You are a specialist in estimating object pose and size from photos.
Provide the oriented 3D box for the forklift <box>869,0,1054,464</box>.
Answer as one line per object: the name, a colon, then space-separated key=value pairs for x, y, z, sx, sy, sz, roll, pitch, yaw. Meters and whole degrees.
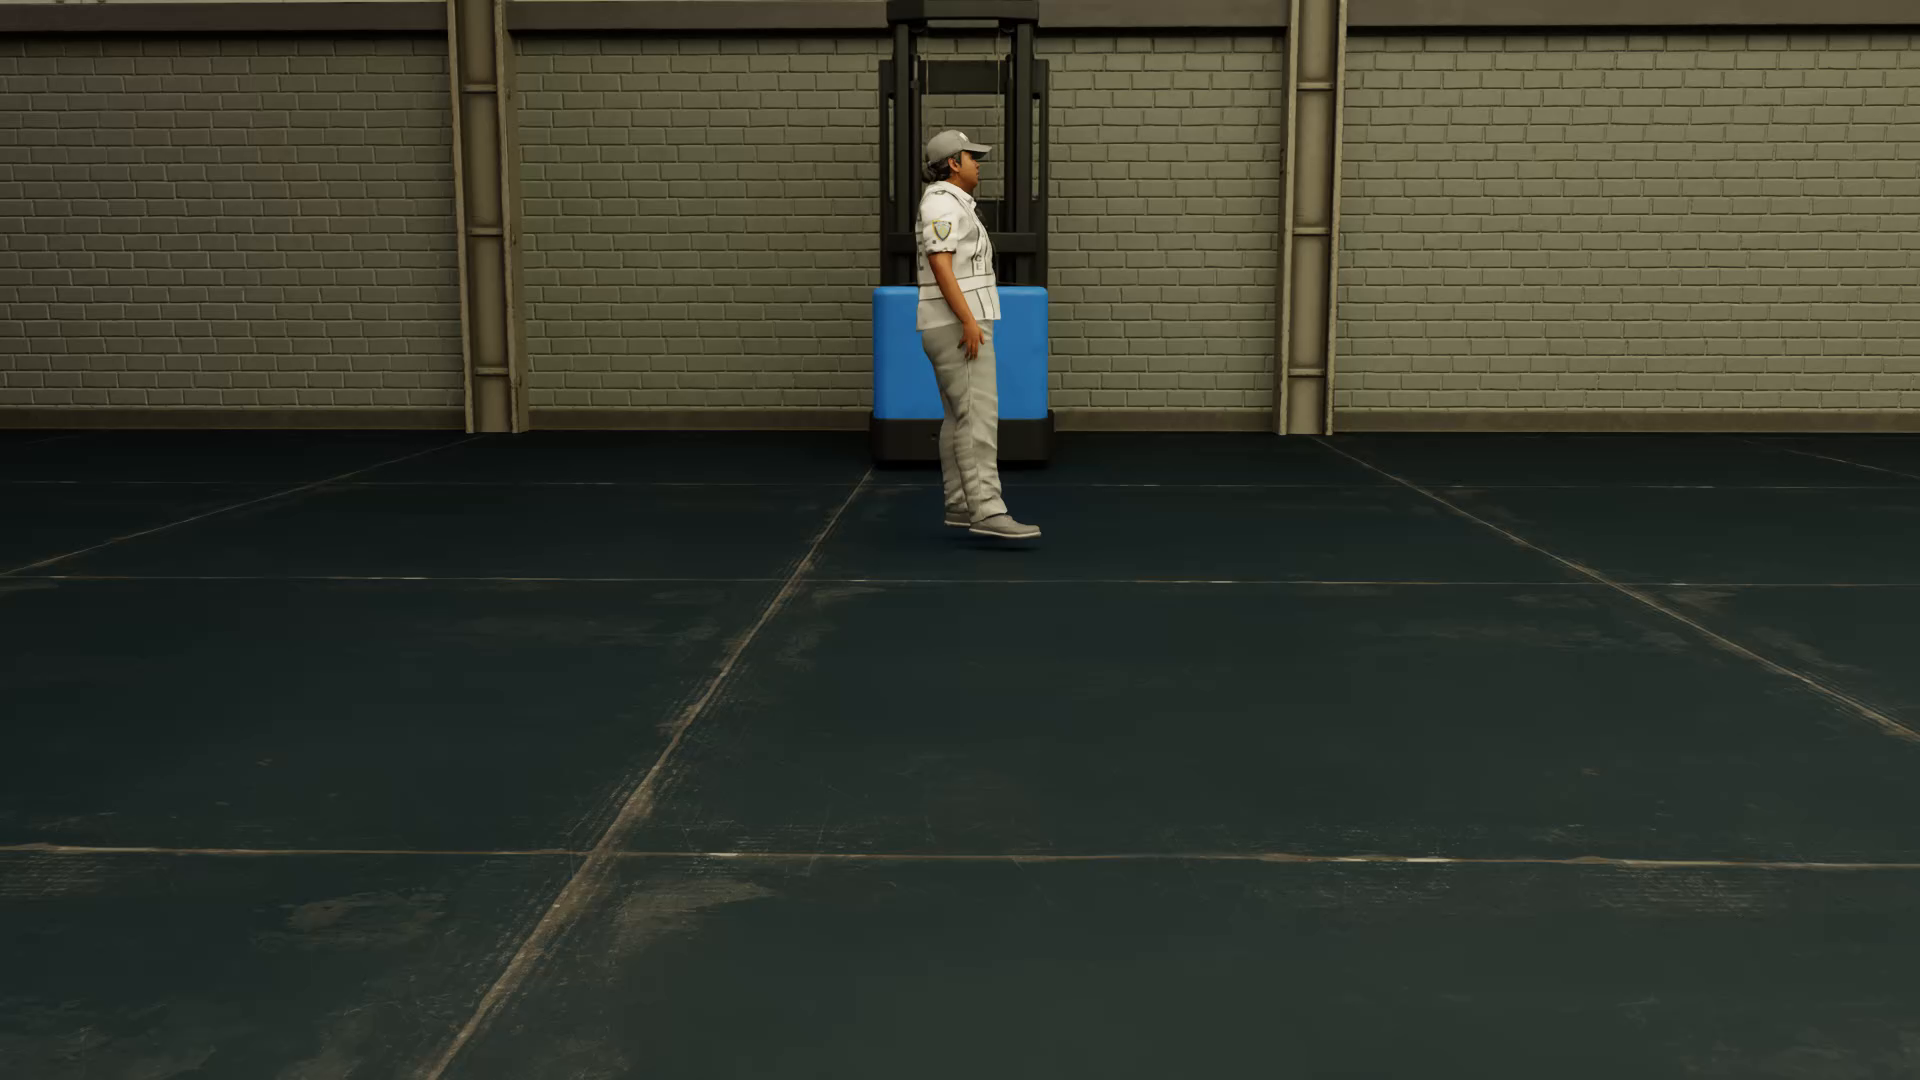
forklift: x=0.030 y=-2.069 z=10.970 sx=1.130 sy=2.935 sz=3.031 roll=0 pitch=9 yaw=1

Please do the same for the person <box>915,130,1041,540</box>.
person: x=0.076 y=-0.867 z=6.970 sx=0.528 sy=1.669 sz=0.599 roll=0 pitch=9 yaw=1
